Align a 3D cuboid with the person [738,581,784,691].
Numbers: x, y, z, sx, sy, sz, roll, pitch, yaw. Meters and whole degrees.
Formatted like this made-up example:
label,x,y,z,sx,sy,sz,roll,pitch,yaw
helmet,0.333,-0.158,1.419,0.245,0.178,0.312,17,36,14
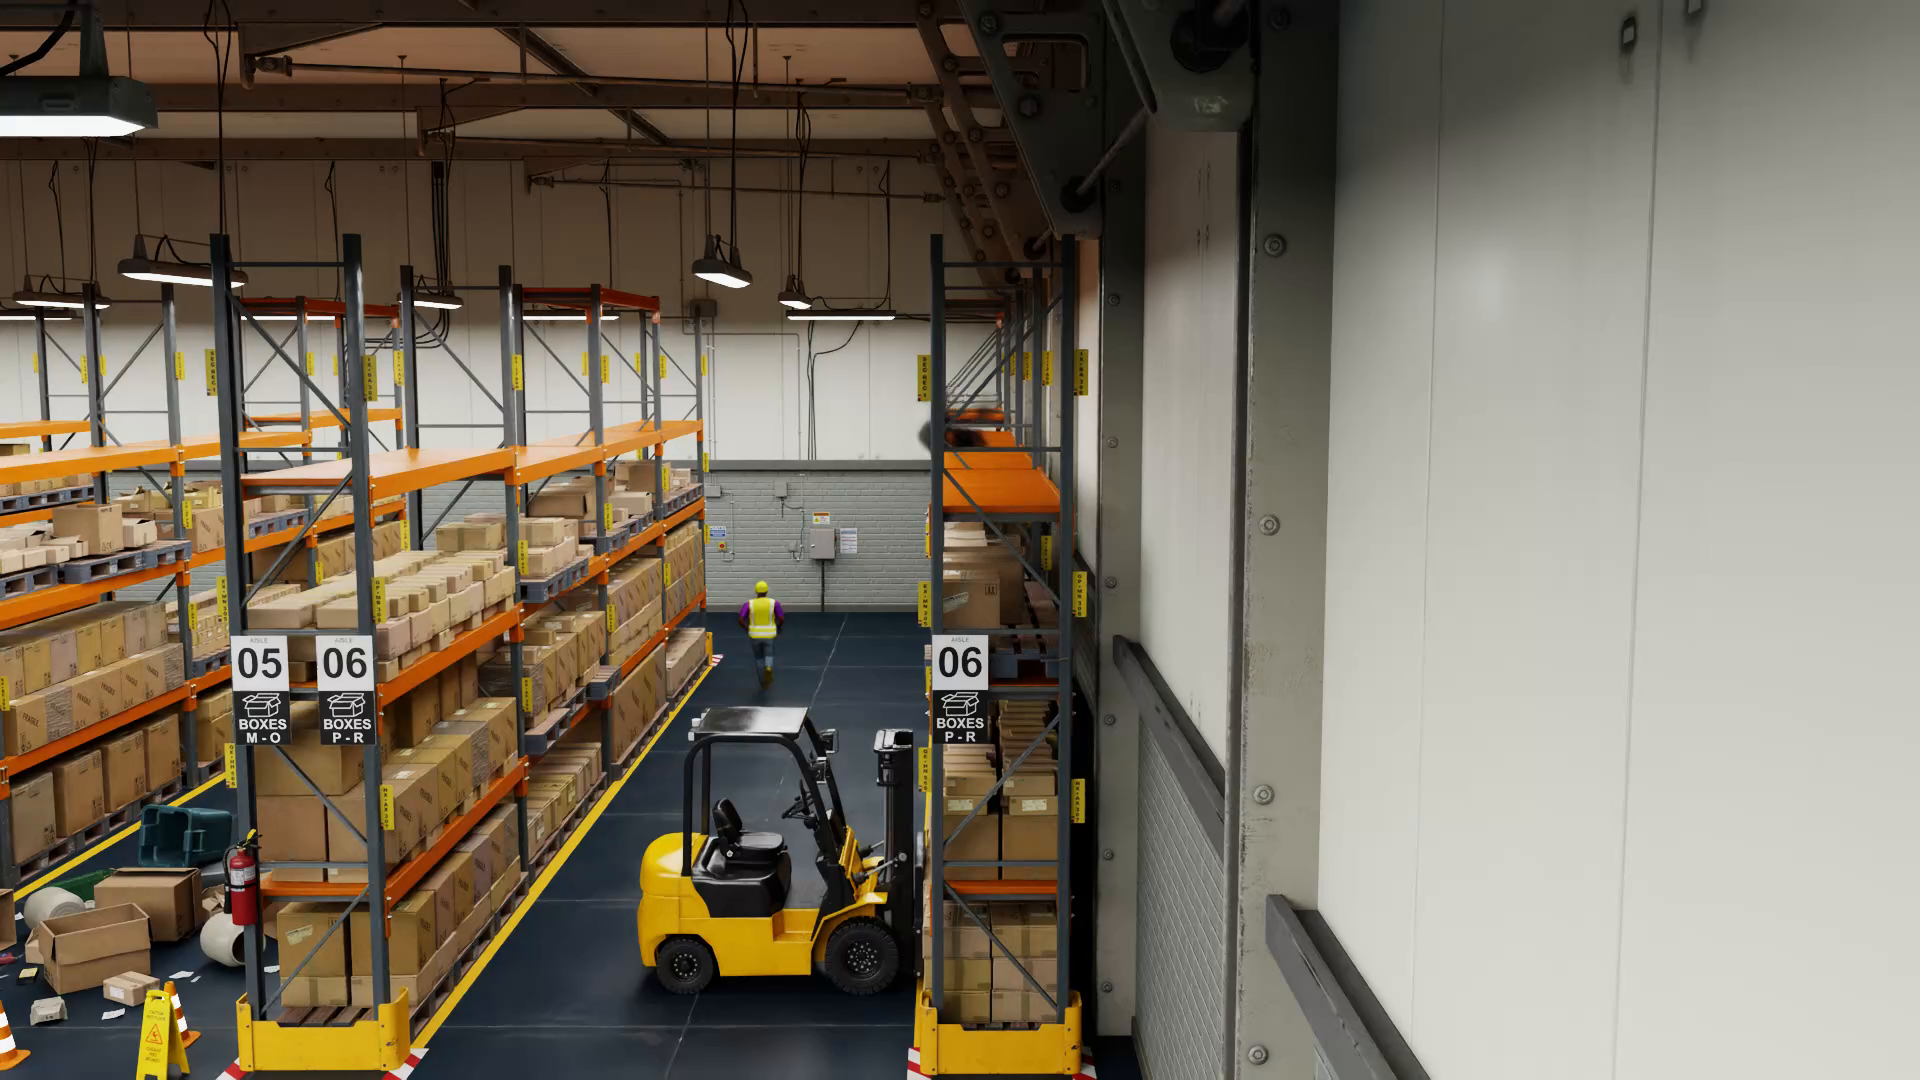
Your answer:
label,x,y,z,sx,sy,sz,roll,pitch,yaw
person,-3.056,1.485,25.639,0.700,1.731,0.712,-1,6,-5
